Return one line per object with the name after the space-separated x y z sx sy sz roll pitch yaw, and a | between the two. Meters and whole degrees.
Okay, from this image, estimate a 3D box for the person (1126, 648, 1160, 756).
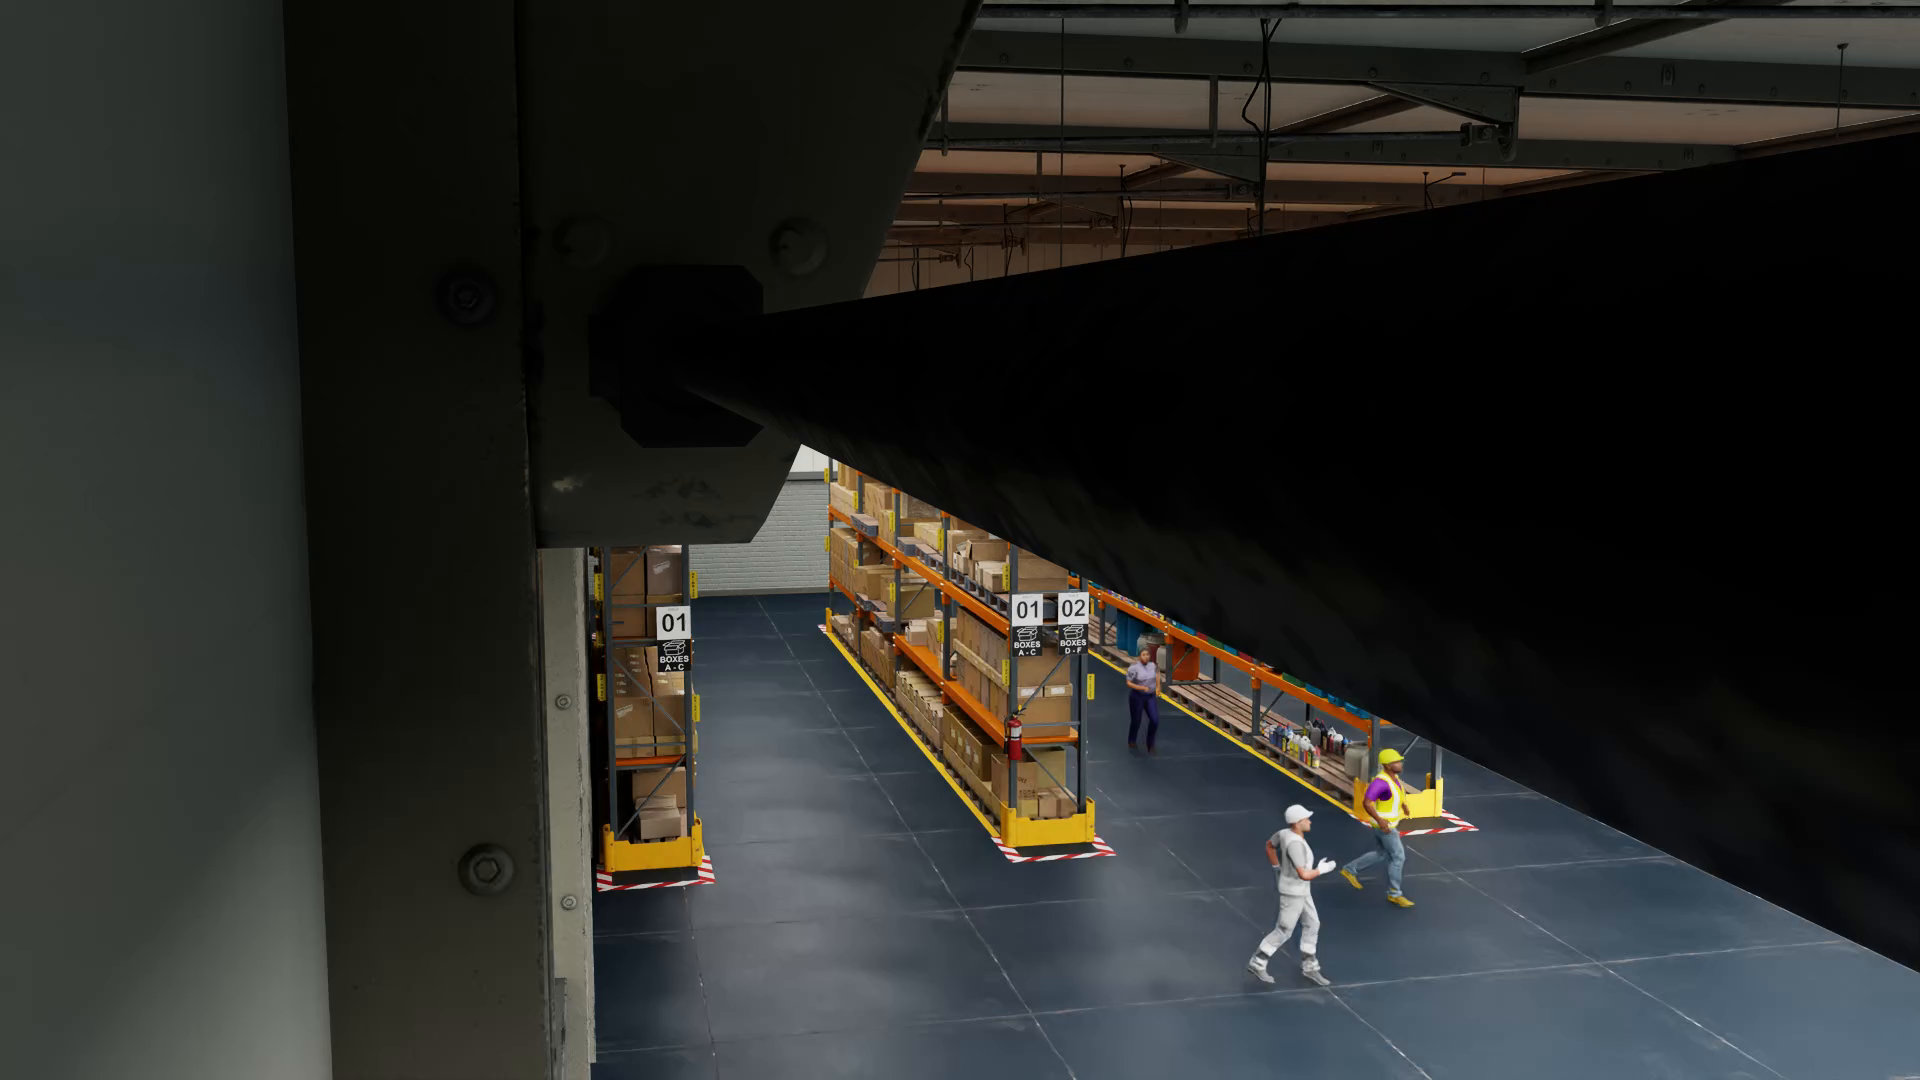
2.834 2.499 25.620 0.617 1.713 0.717 -2 7 -16 | person

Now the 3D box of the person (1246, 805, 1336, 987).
3.248 3.501 16.312 0.836 1.844 0.661 1 7 10 | person

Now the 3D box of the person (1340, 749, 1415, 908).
4.749 3.224 18.835 0.847 1.787 0.696 3 7 22 | person
